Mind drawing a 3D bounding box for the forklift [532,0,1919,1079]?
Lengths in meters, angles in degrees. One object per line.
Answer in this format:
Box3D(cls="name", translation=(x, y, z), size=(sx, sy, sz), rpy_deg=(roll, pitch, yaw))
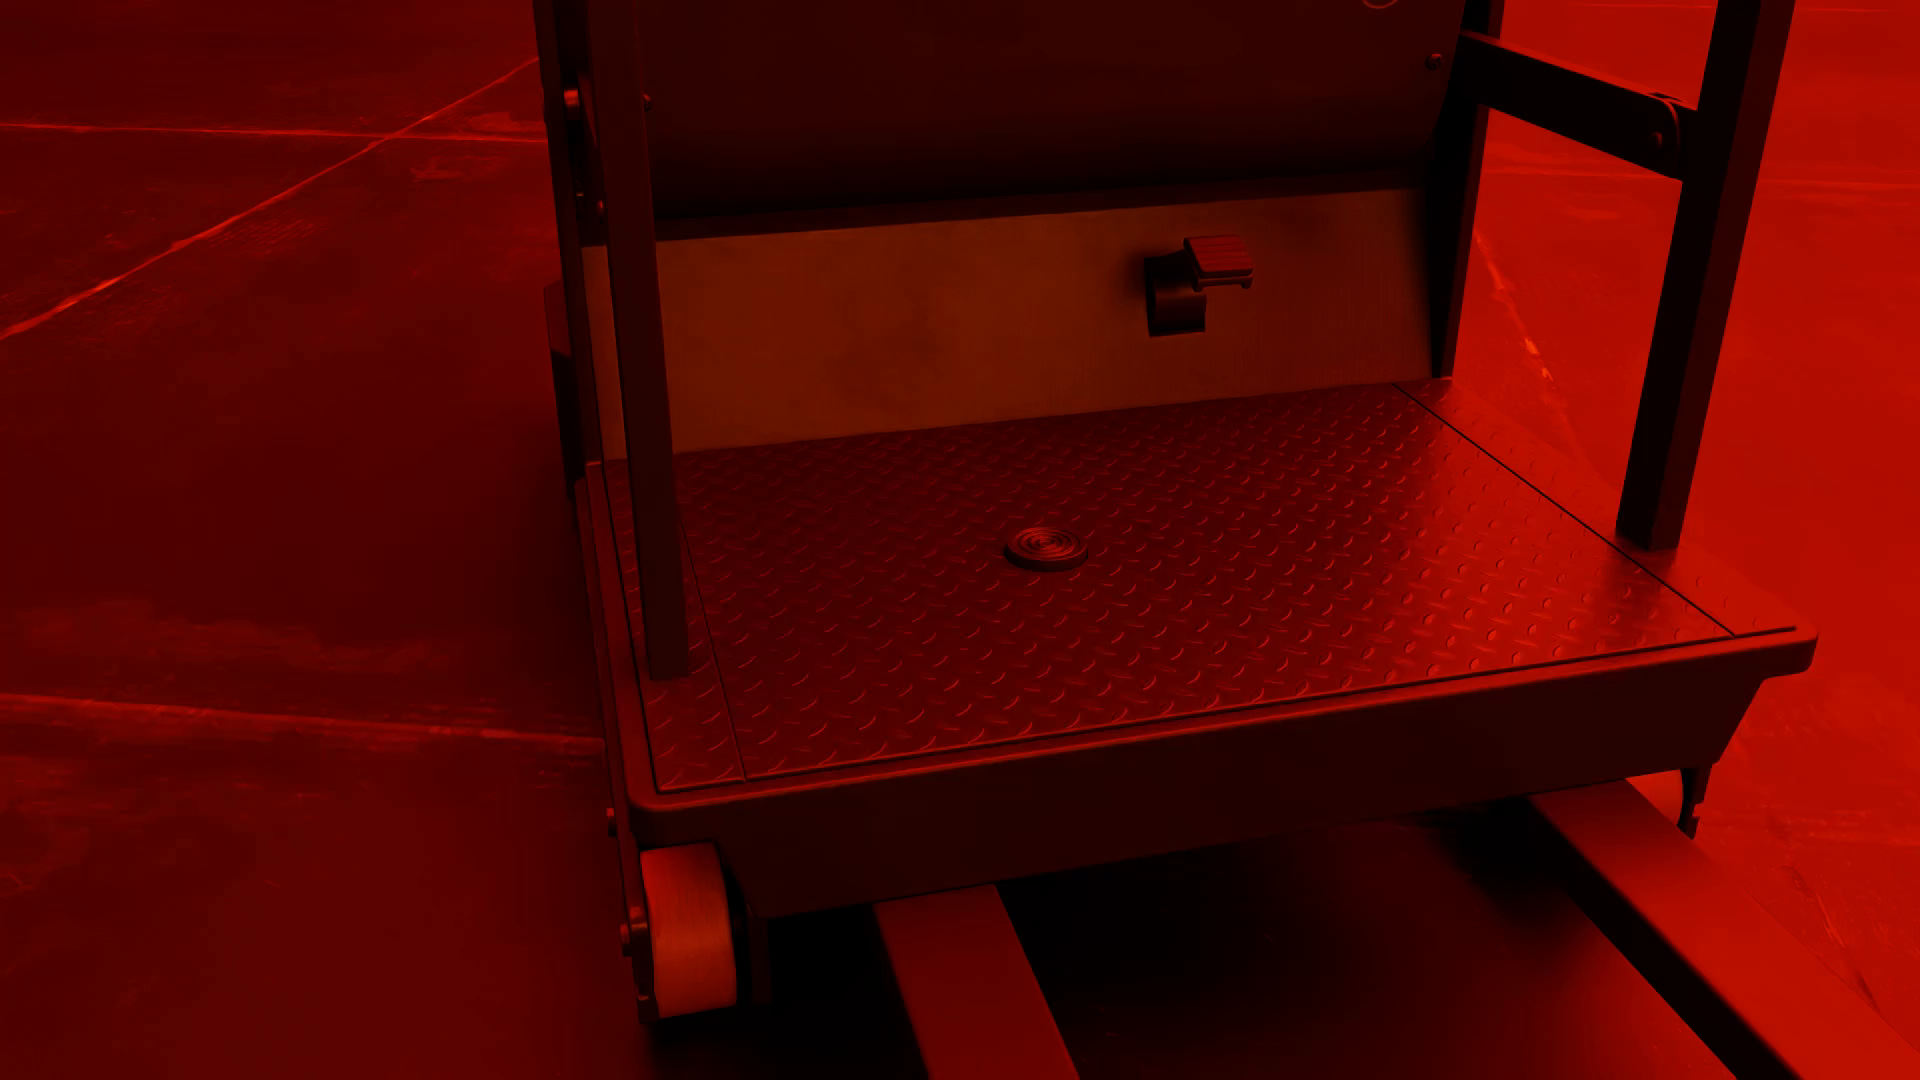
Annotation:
Box3D(cls="forklift", translation=(0.153, -1.049, 1.319), size=(1.130, 2.935, 3.031), rpy_deg=(-7, 27, -13))
